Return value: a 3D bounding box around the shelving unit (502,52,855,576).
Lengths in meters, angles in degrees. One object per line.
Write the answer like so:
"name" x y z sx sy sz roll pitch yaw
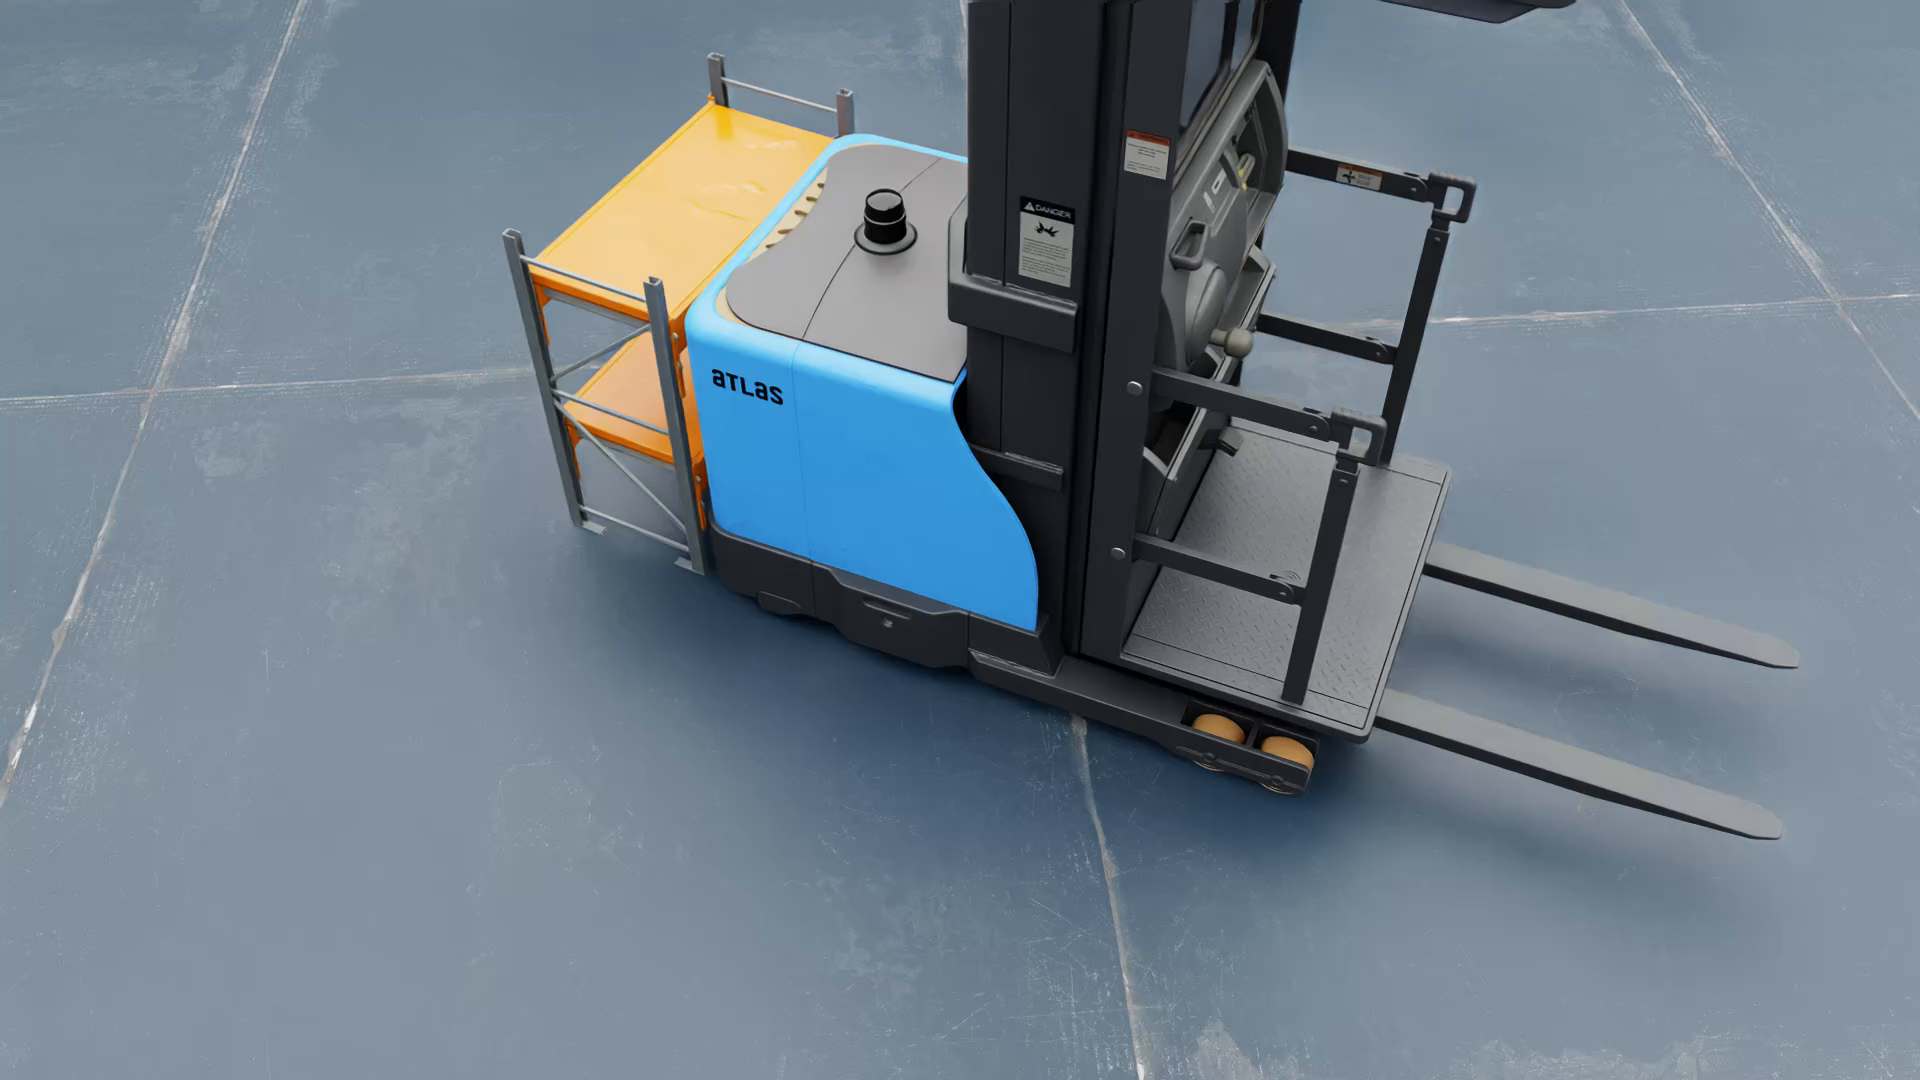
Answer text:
"shelving unit" -0.778 -0.696 5.134 0.538 1.125 1.048 20 50 18

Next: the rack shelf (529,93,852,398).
"rack shelf" -0.778 -0.897 4.922 0.538 0.278 1.000 20 50 18

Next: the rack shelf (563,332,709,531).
"rack shelf" -0.778 -0.527 5.312 0.538 0.278 1.000 20 50 18

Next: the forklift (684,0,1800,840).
"forklift" 0.824 -0.751 3.942 3.031 2.935 1.130 17 49 16

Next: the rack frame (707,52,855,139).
"rack frame" -0.549 -1.025 5.446 0.500 1.125 0.032 20 50 18

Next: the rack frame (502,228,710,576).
"rack frame" -1.007 -0.366 4.822 0.500 1.125 0.032 20 50 18
